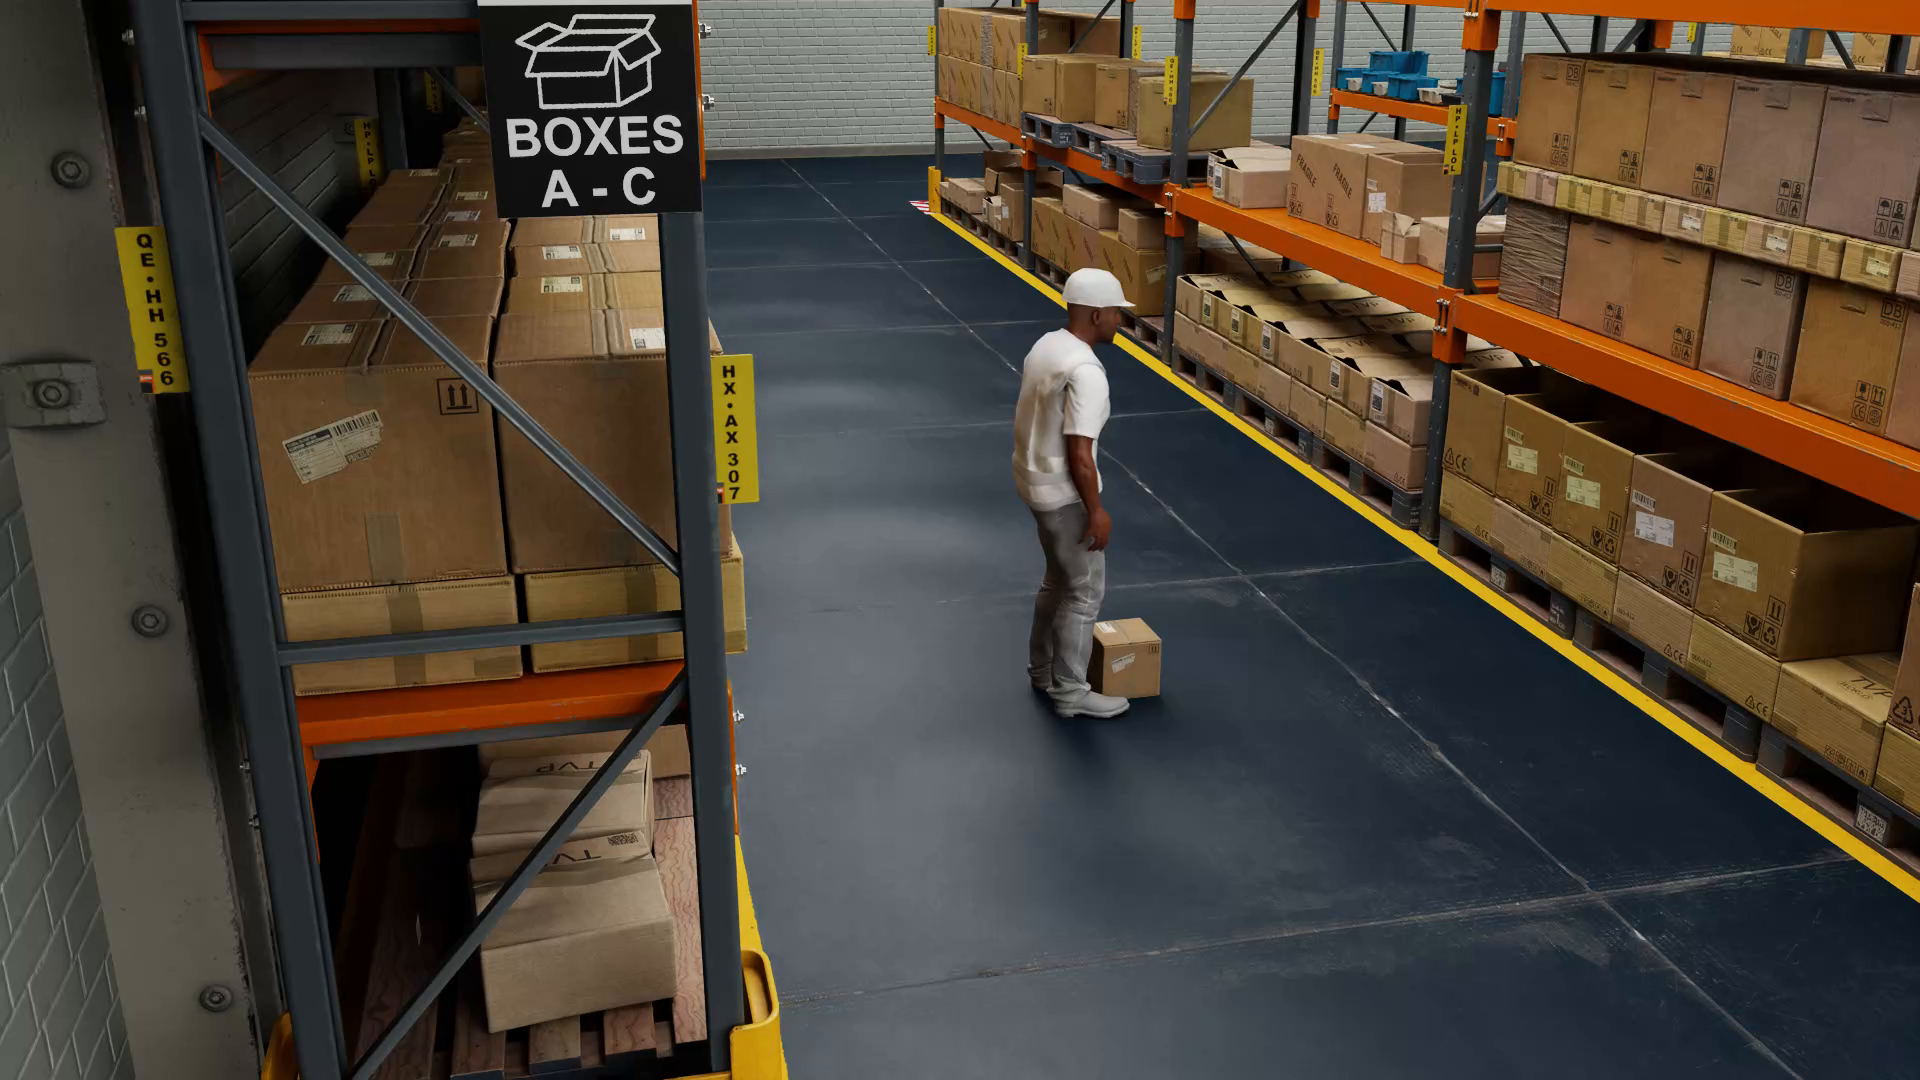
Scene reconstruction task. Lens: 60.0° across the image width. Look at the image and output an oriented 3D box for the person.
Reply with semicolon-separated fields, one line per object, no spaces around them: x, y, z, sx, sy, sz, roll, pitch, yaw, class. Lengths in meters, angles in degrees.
0.451;-0.192;6.585;0.460;1.760;0.627;-4;20;-12;person
